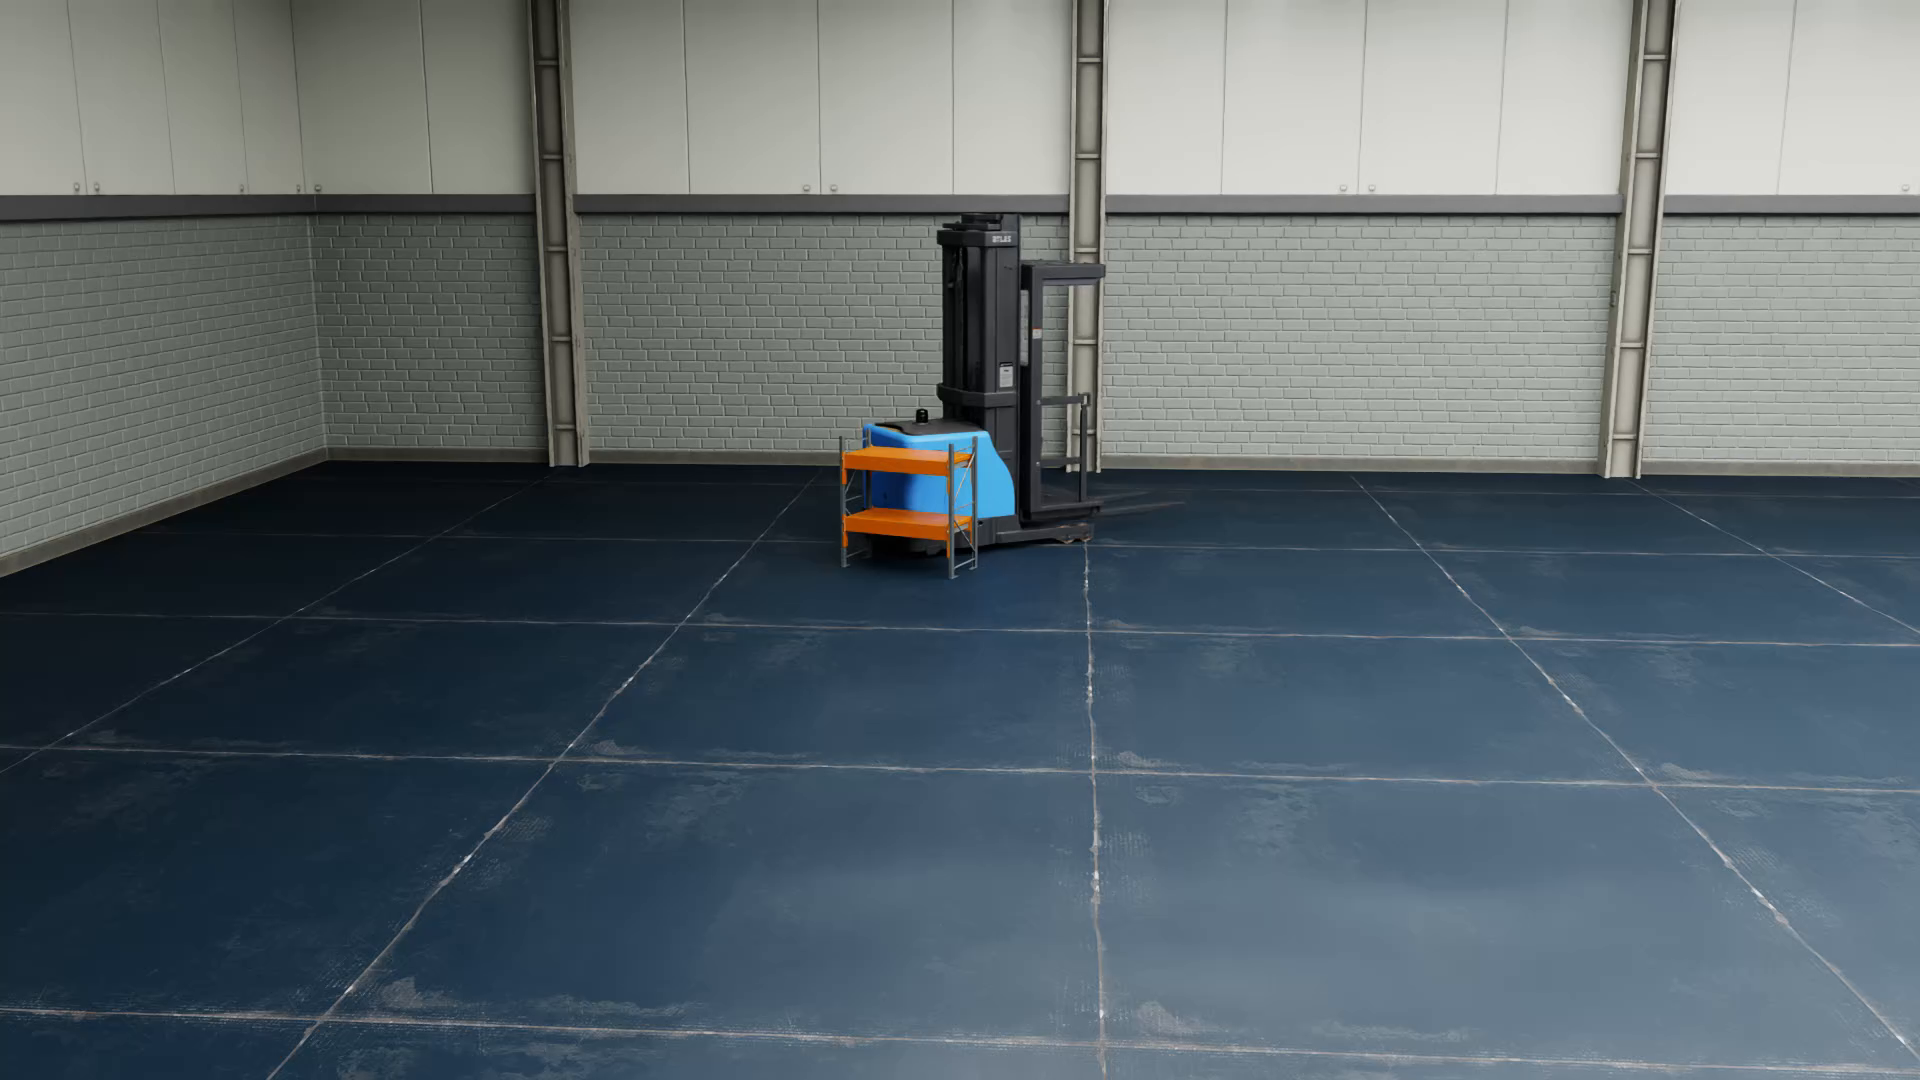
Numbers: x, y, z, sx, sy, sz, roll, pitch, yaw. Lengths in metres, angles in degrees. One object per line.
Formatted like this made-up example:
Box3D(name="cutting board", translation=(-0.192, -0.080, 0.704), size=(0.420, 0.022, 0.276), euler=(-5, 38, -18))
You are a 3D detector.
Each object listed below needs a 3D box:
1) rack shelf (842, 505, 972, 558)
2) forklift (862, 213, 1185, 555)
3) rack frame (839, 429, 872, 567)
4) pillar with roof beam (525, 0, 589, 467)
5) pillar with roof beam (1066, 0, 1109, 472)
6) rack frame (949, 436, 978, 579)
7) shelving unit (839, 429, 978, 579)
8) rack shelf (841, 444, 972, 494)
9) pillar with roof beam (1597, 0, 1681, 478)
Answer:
Box3D(name="rack shelf", translation=(-0.432, -0.081, 14.082), size=(1.000, 0.278, 0.538), euler=(6, 13, 25))
Box3D(name="forklift", translation=(0.655, -1.490, 15.217), size=(3.031, 2.935, 1.130), euler=(-6, 13, -27))
Box3D(name="rack frame", translation=(-0.890, -0.365, 14.246), size=(0.032, 1.125, 0.500), euler=(6, 13, 25))
Box3D(name="pillar with roof beam", translation=(-4.860, -4.410, 14.355), size=(0.400, 9.000, 9.100), euler=(1, 12, 4))
Box3D(name="pillar with roof beam", translation=(1.127, -4.328, 13.963), size=(0.400, 9.000, 9.100), euler=(1, 12, 4))
Box3D(name="rack frame", translation=(0.027, -0.275, 13.818), size=(0.032, 1.125, 0.500), euler=(6, 13, 25))
Box3D(name="shelving unit", translation=(-0.432, -0.320, 14.032), size=(1.048, 1.125, 0.538), euler=(6, 13, 25))
Box3D(name="rack shelf", translation=(-0.432, -0.606, 13.972), size=(1.000, 0.278, 0.538), euler=(6, 13, 25))
Box3D(name="pillar with roof beam", translation=(7.113, -4.246, 13.570), size=(0.400, 9.000, 9.100), euler=(1, 12, 4))
